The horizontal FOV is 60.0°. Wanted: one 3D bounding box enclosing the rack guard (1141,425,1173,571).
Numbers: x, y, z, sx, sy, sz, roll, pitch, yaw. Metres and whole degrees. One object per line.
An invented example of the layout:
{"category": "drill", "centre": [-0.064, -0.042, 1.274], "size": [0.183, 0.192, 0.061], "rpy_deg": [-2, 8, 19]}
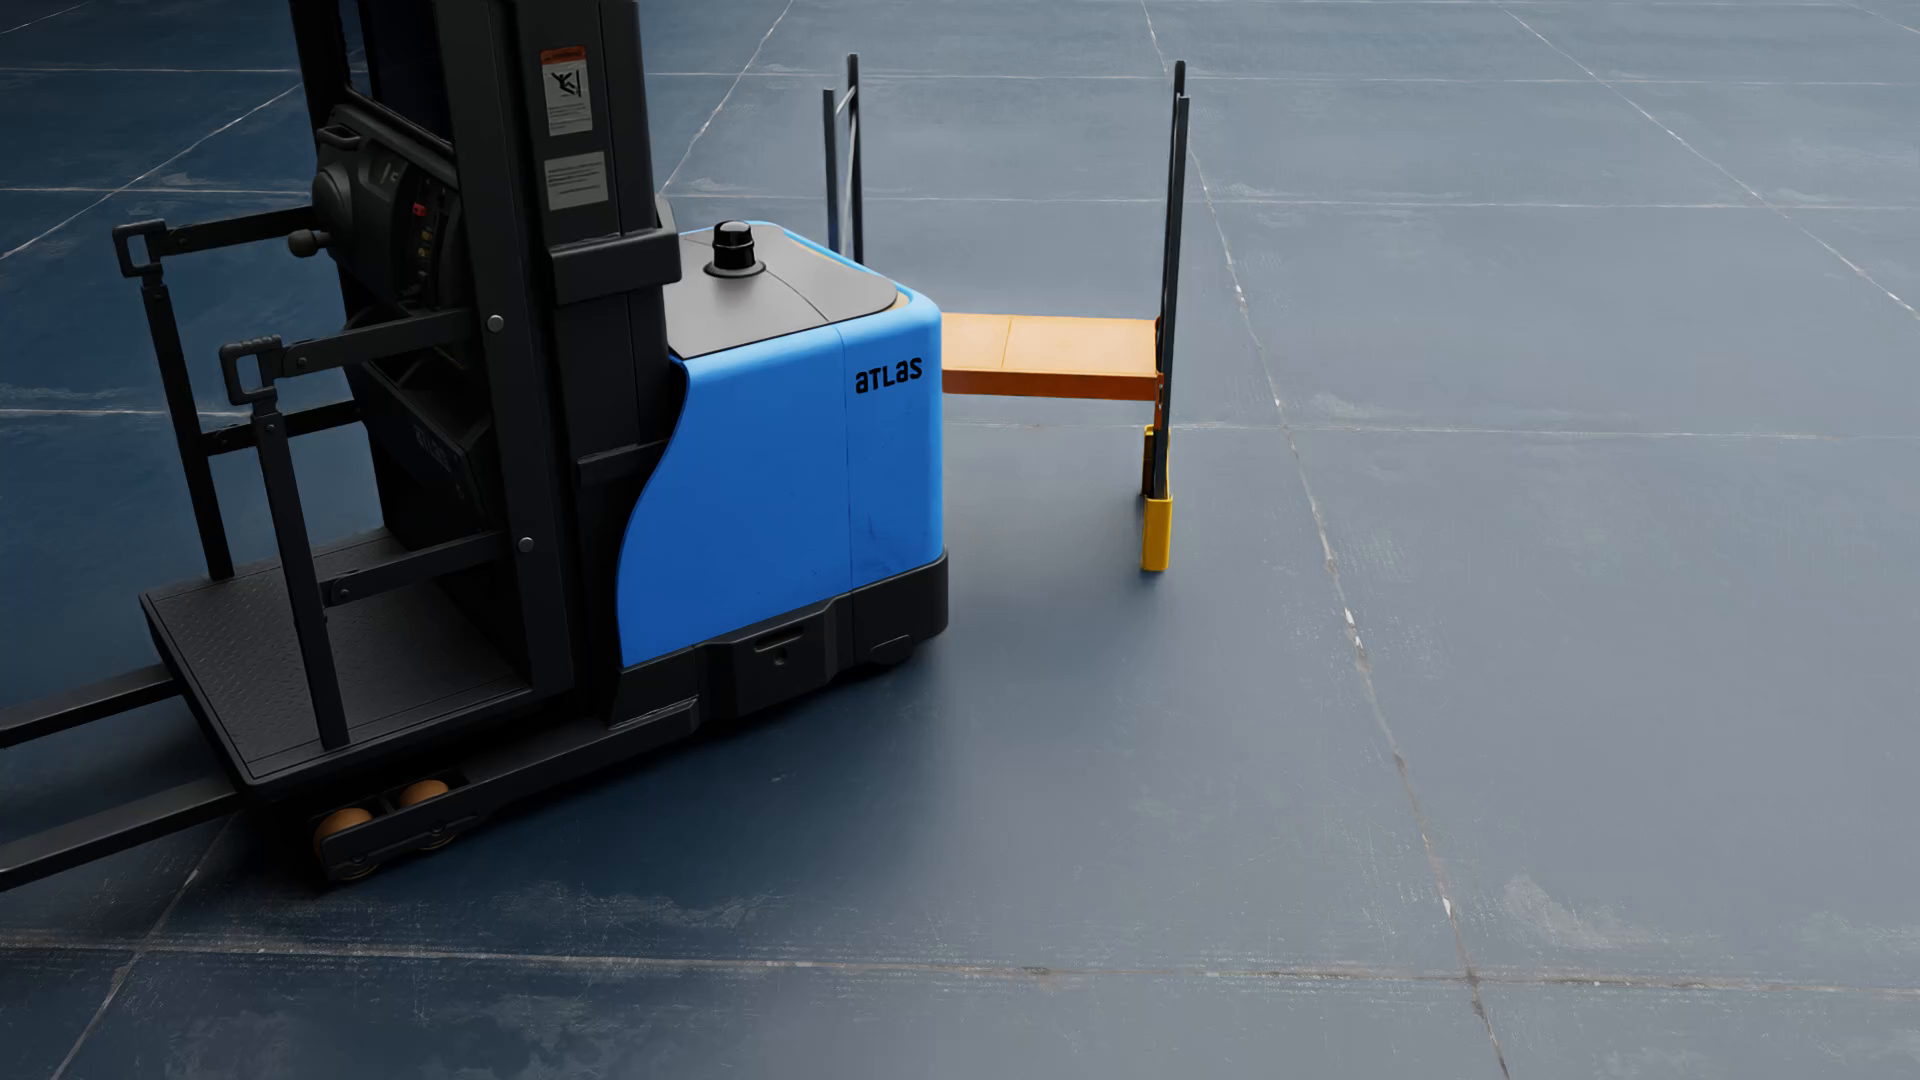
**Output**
{"category": "rack guard", "centre": [0.655, -0.150, 5.554], "size": [0.087, 0.250, 0.587], "rpy_deg": [3, 28, 5]}

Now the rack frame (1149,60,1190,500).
{"category": "rack frame", "centre": [0.657, -0.702, 5.261], "size": [0.032, 1.500, 0.500], "rpy_deg": [3, 28, 5]}

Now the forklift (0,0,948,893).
{"category": "forklift", "centre": [-1.527, -0.761, 3.844], "size": [3.031, 2.935, 1.130], "rpy_deg": [-19, 33, -31]}

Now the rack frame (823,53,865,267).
{"category": "rack frame", "centre": [-0.355, -0.747, 5.346], "size": [0.032, 1.500, 0.500], "rpy_deg": [3, 28, 5]}

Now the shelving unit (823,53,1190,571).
{"category": "shelving unit", "centre": [0.160, -0.724, 5.303], "size": [1.083, 1.500, 0.587], "rpy_deg": [3, 28, 5]}

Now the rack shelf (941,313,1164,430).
{"category": "rack shelf", "centre": [0.151, -0.566, 5.388], "size": [1.000, 0.185, 0.538], "rpy_deg": [3, 28, 5]}
